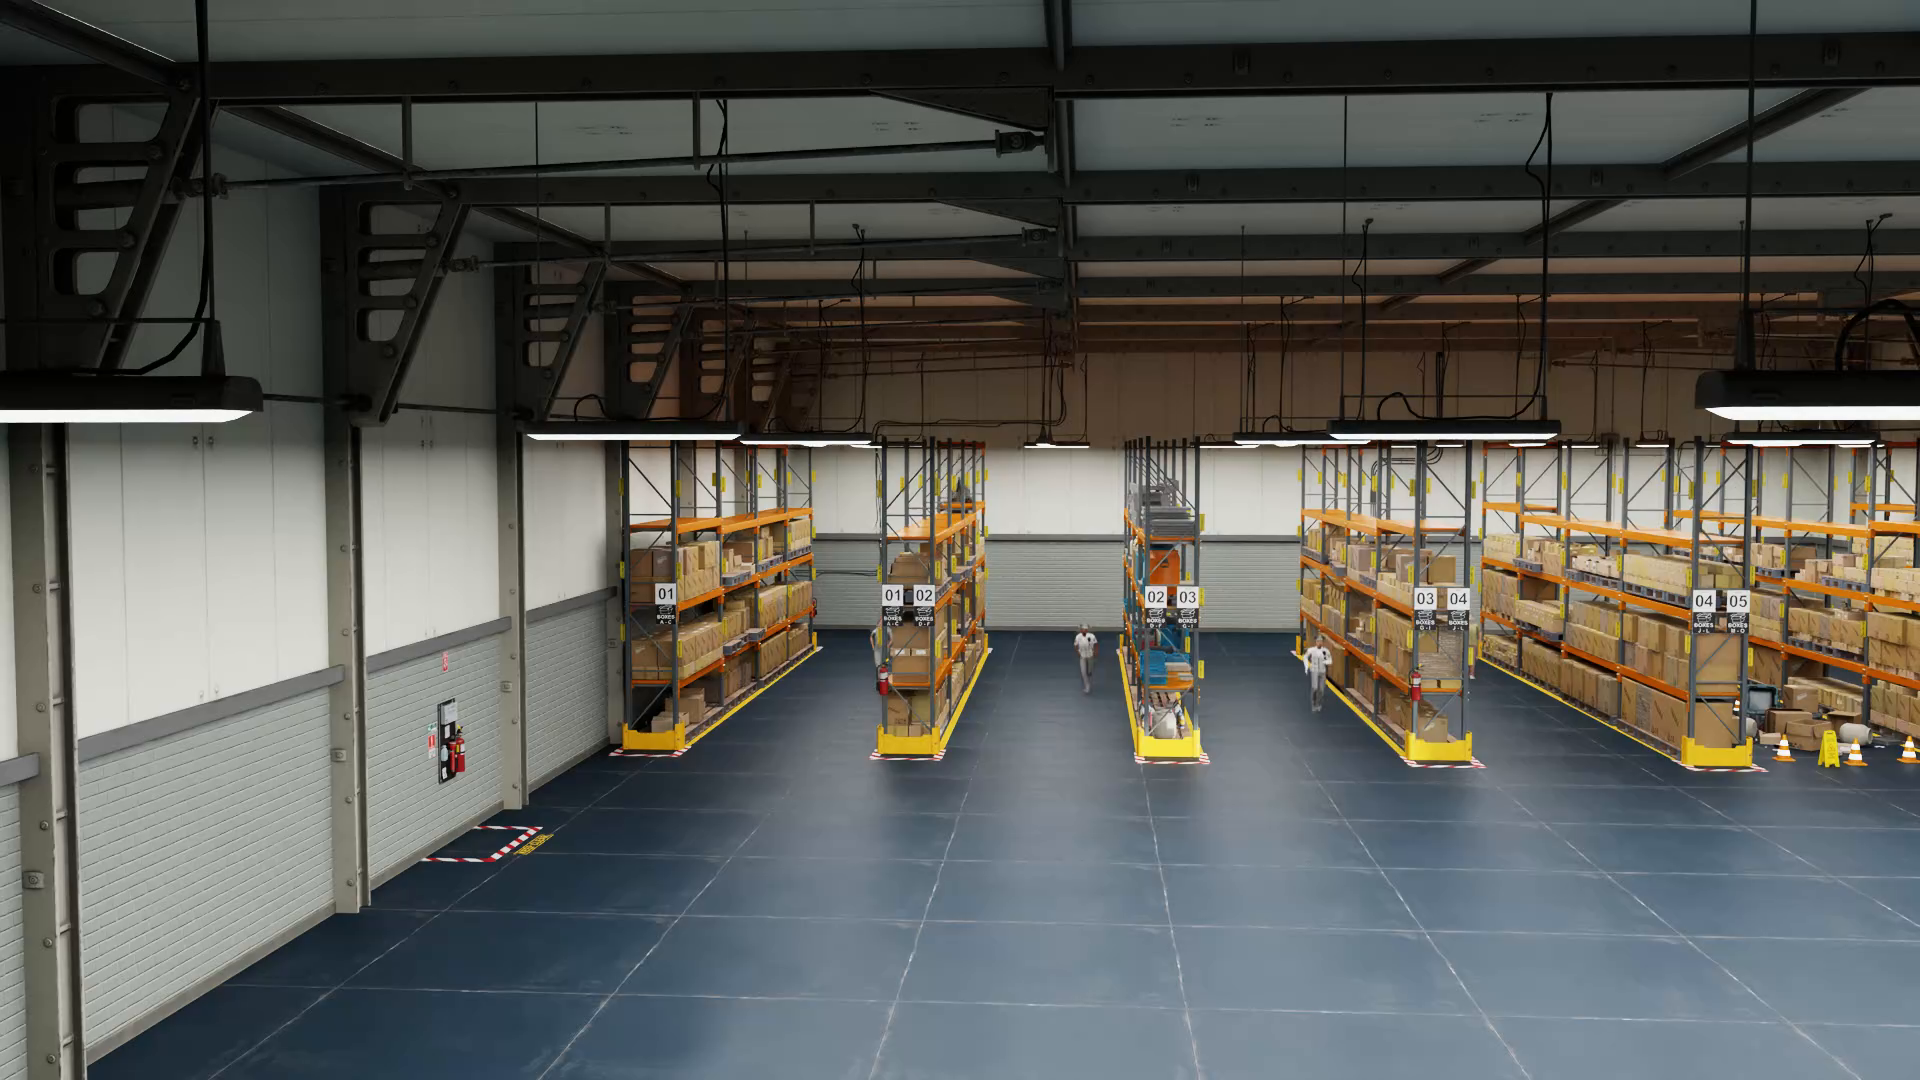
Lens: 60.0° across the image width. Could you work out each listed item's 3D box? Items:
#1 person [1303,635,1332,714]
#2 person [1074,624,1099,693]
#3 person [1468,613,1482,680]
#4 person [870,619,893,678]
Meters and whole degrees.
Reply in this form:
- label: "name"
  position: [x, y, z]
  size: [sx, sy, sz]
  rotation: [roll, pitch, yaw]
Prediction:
- label: "person"
  position: [7.838, 2.936, 36.382]
  size: [0.582, 1.732, 0.714]
  rotation: [0, 3, 3]
- label: "person"
  position: [3.014, 2.801, 39.758]
  size: [0.595, 1.666, 0.709]
  rotation: [0, 3, 7]
- label: "person"
  position: [12.875, 2.666, 41.915]
  size: [0.593, 1.635, 0.894]
  rotation: [0, 3, 7]
- label: "person"
  position: [-1.897, 2.733, 40.376]
  size: [0.568, 1.655, 0.962]
  rotation: [0, 3, 7]
